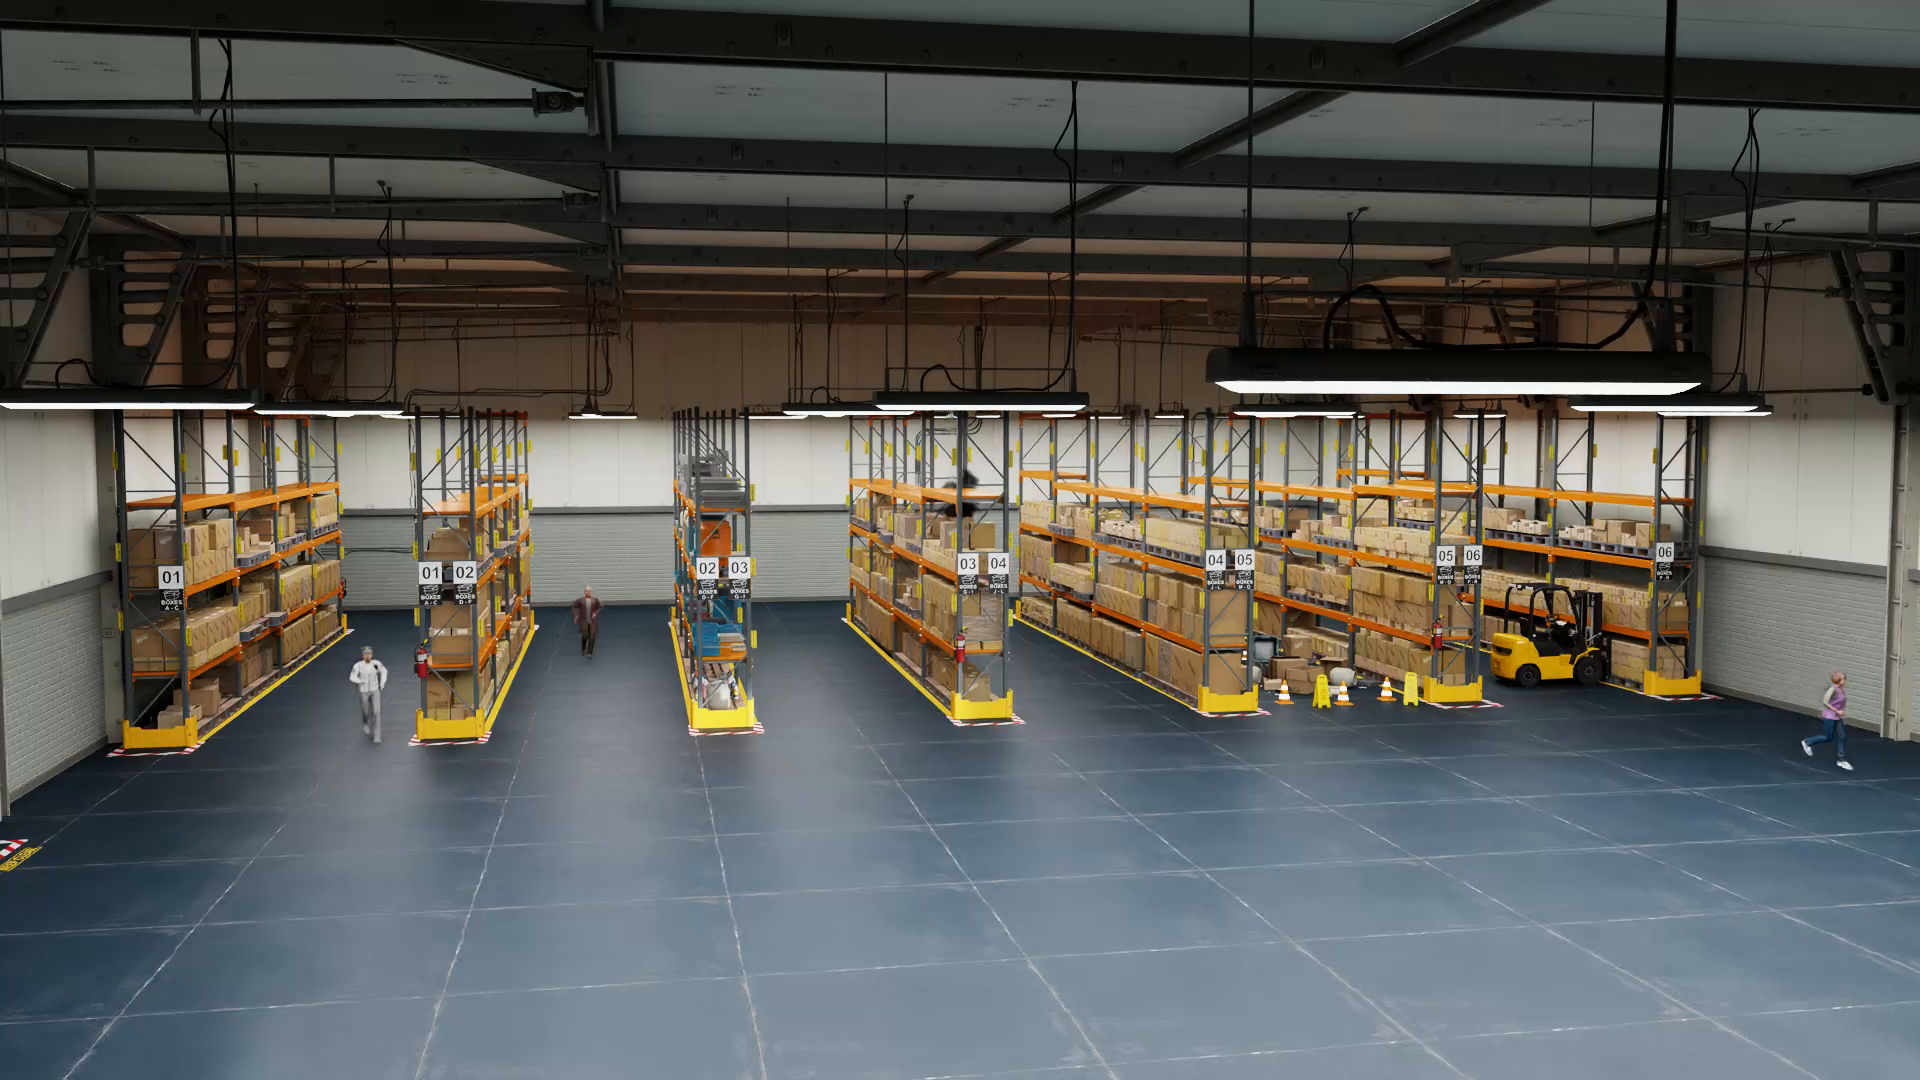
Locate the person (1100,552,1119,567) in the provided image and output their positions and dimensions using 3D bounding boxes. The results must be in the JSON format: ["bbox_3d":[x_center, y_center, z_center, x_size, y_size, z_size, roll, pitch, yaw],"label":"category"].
[{"bbox_3d":[4.589,1.190,50.872,0.925,1.809,0.649,-2,5,-28],"label":"person"}]

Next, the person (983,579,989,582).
[{"bbox_3d":[0.729,1.547,46.771,0.695,1.721,0.982,-1,4,-7],"label":"person"}]

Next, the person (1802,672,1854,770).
[{"bbox_3d":[14.480,2.973,27.668,0.566,1.588,0.866,-3,5,-38],"label":"person"}]

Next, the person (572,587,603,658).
[{"bbox_3d":[-8.952,1.997,40.053,0.704,1.734,0.653,-2,4,-20],"label":"person"}]

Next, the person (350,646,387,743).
[{"bbox_3d":[-10.650,2.755,29.961,0.643,1.730,0.887,-2,4,-22],"label":"person"}]
